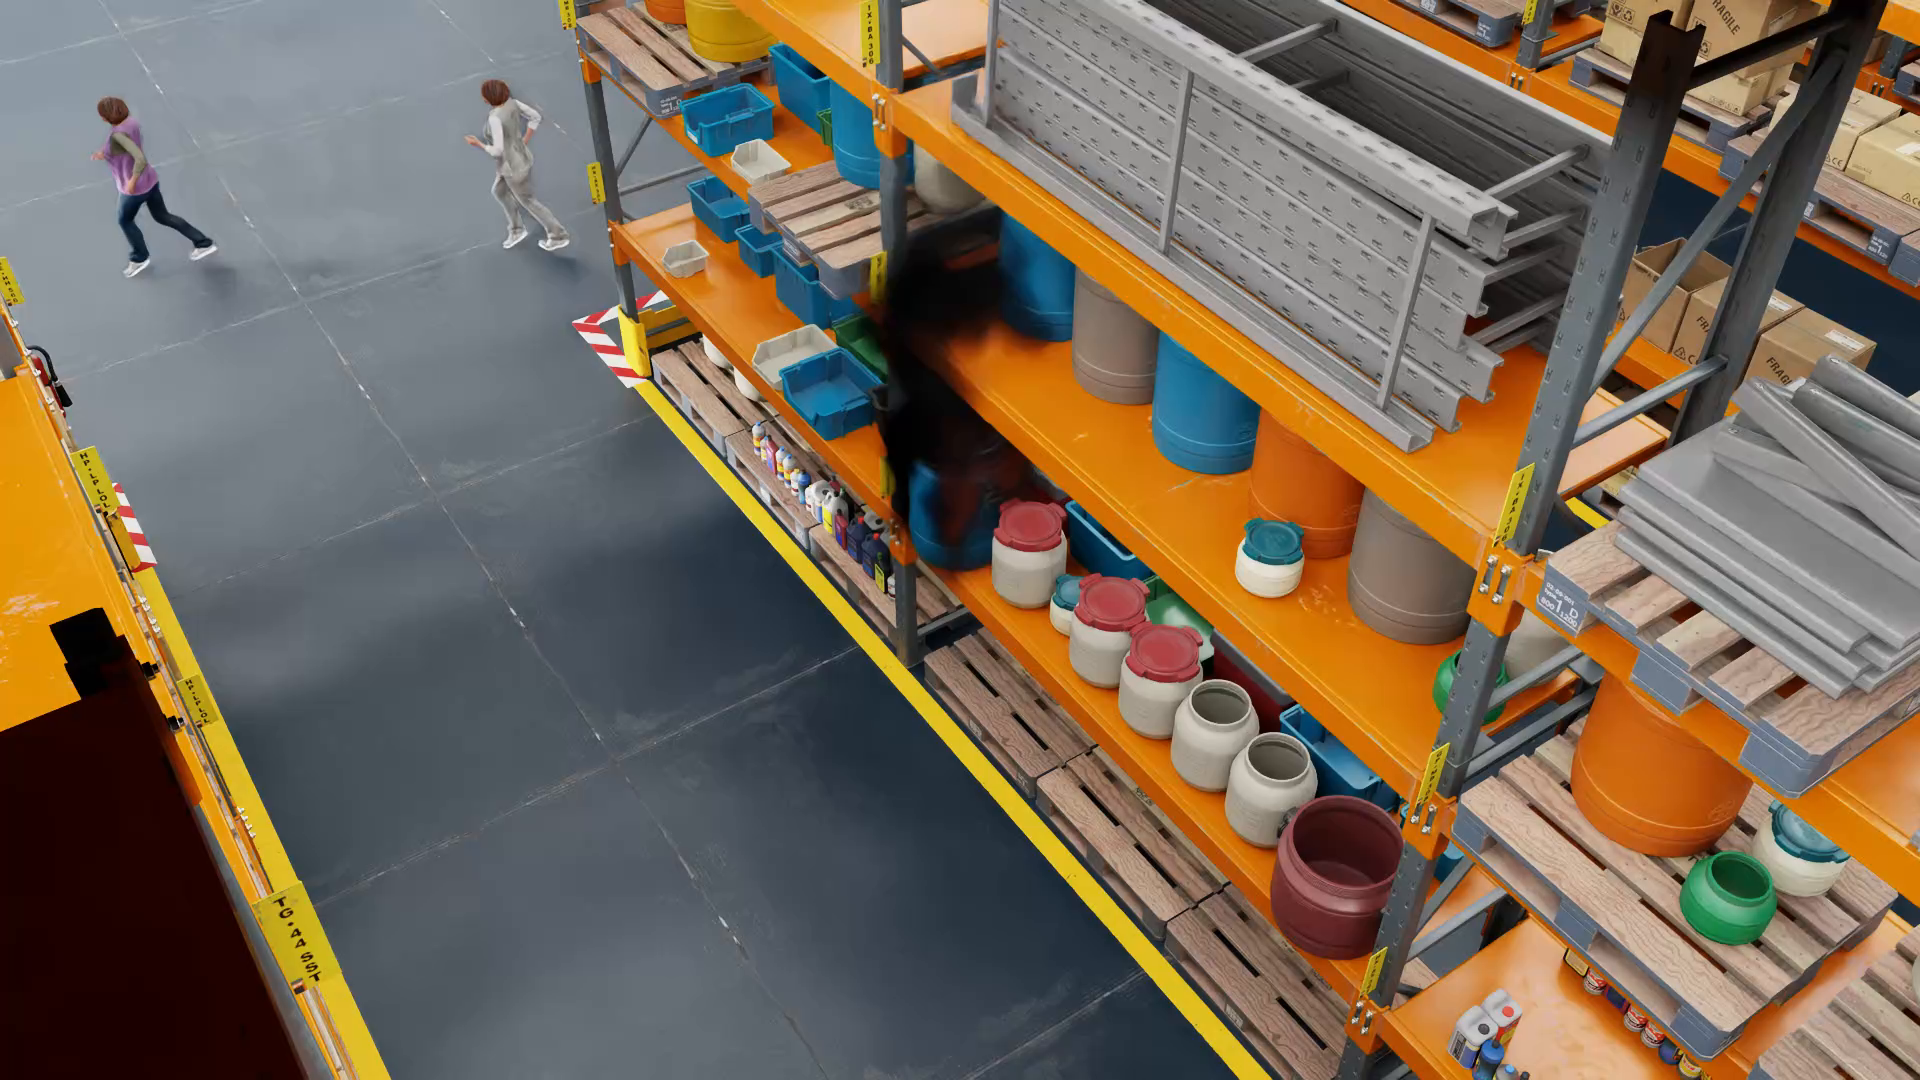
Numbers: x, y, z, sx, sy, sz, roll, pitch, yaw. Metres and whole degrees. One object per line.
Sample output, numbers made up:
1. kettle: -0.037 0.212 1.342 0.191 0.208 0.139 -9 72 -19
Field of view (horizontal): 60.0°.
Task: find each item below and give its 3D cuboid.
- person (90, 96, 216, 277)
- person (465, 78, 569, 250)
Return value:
1. person: -6.762 -2.909 13.747 0.798 1.625 0.545 0 43 0
2. person: -3.730 -3.112 13.959 0.709 1.626 0.531 3 43 3
